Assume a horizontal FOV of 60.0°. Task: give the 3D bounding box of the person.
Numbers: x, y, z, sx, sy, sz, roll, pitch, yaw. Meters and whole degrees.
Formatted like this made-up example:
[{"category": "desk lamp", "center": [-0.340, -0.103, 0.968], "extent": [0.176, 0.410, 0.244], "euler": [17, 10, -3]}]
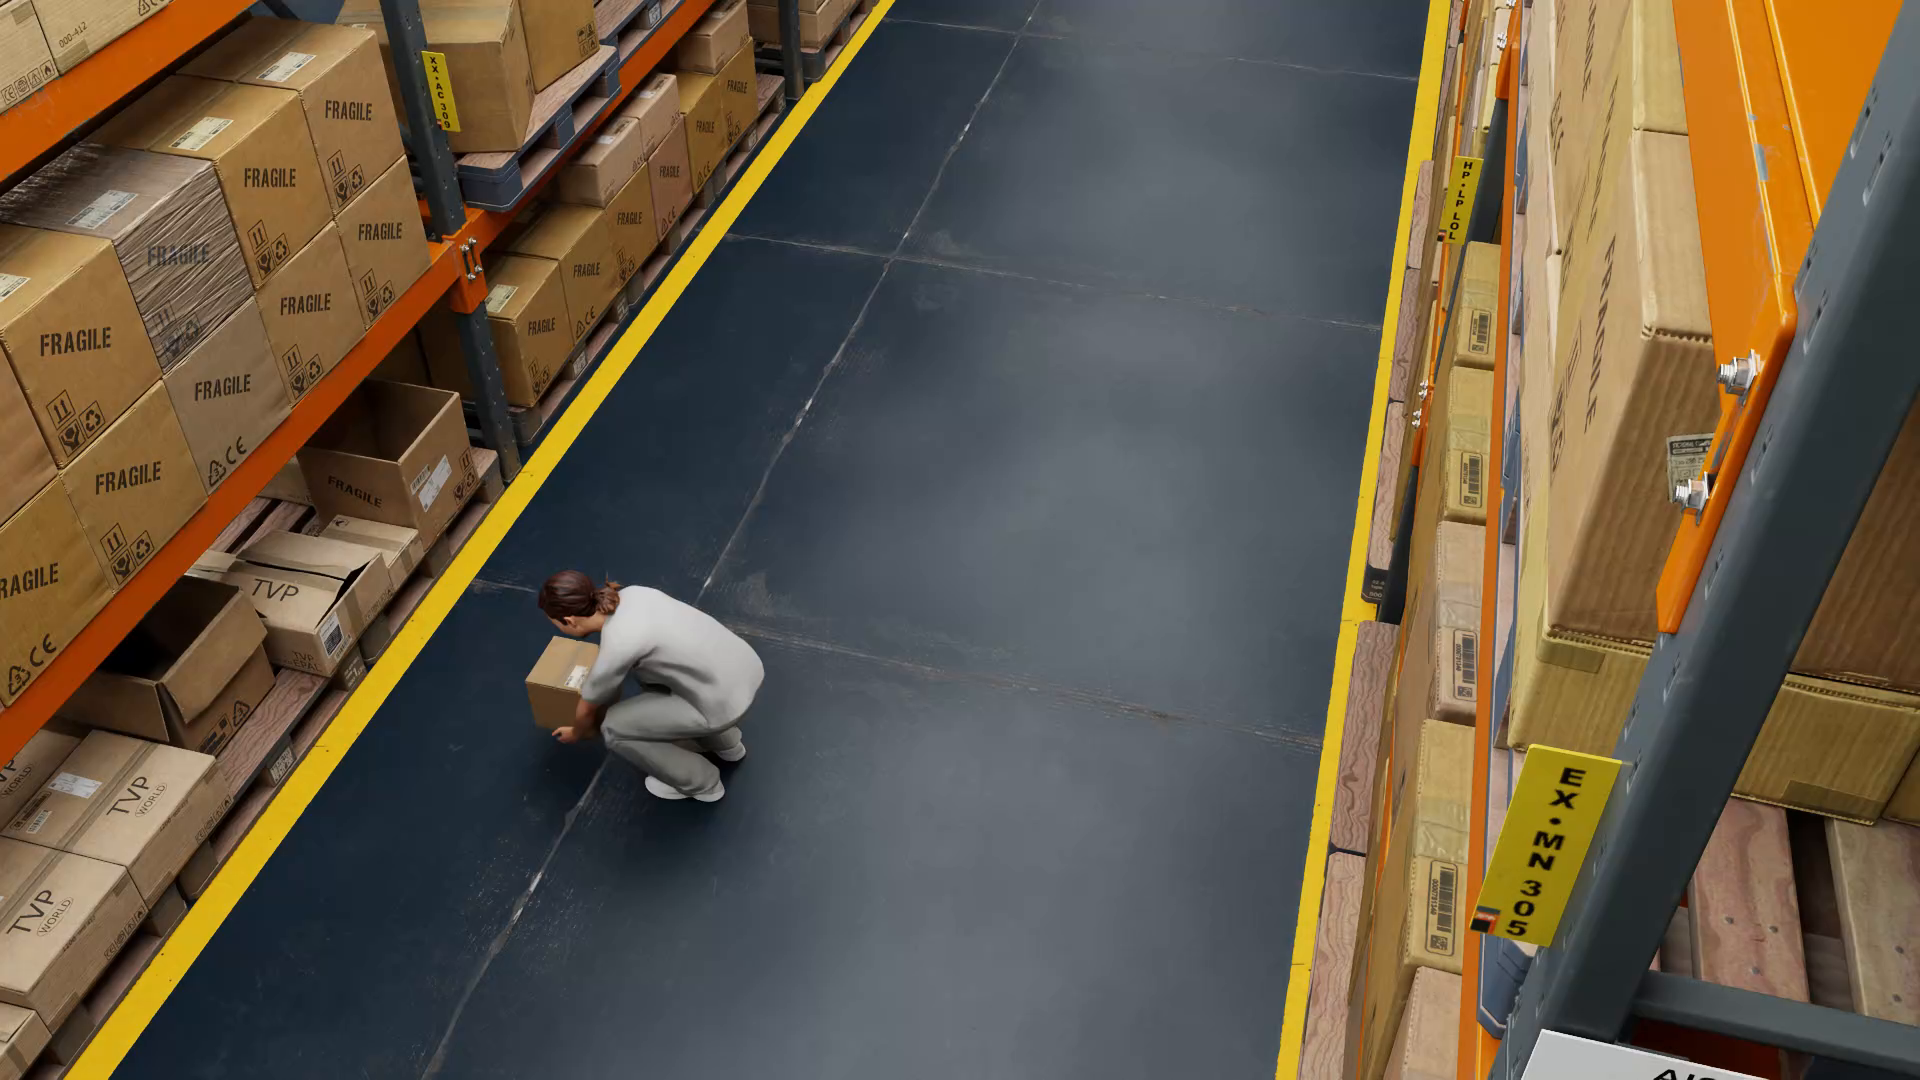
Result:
[{"category": "person", "center": [-1.122, 0.518, 6.101], "extent": [0.790, 0.977, 0.484], "euler": [10, 42, 11]}]
